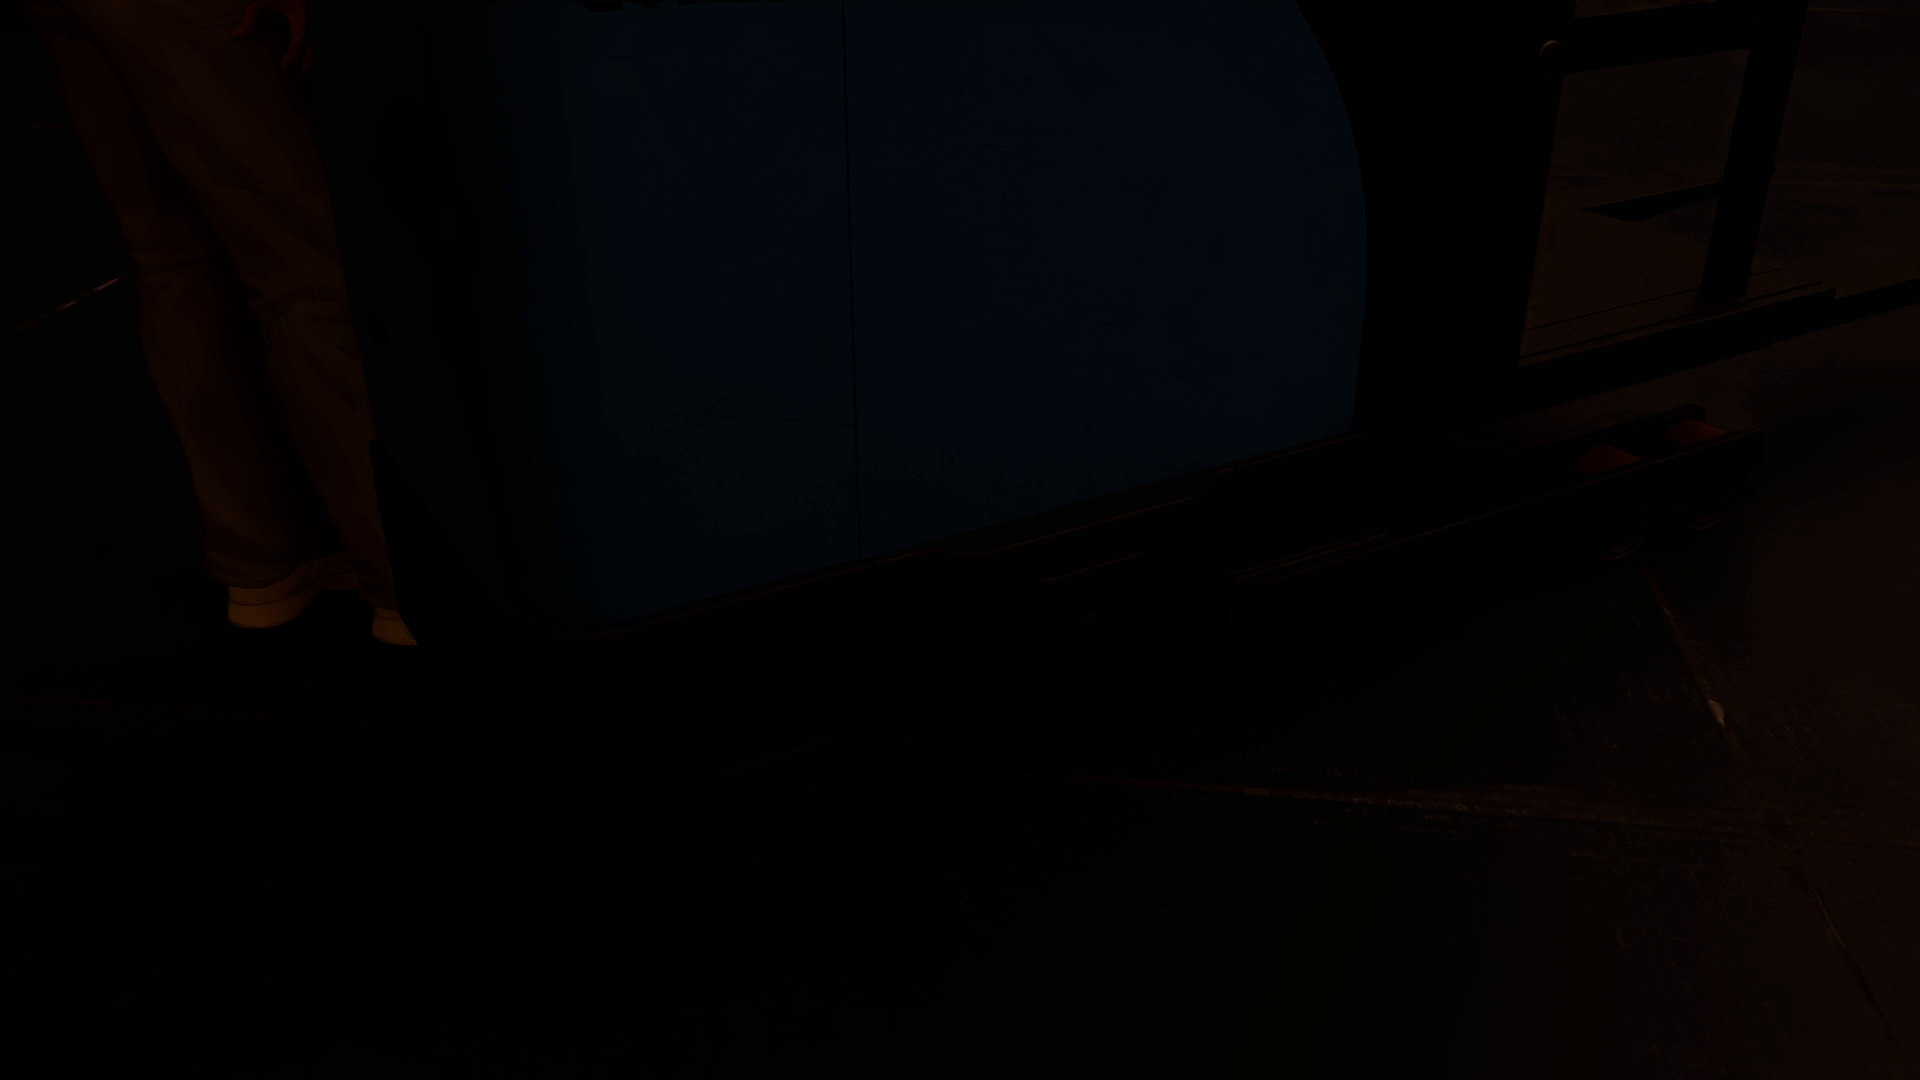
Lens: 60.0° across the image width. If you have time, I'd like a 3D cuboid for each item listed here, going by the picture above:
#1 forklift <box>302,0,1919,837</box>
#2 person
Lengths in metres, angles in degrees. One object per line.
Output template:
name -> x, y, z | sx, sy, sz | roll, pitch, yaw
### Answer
forklift -> 0.617, -1.468, 2.159 | 3.031, 2.935, 1.130 | -15, 30, -27
person -> -0.870, -0.664, 1.962 | 0.550, 1.651, 0.526 | 23, 35, 38
